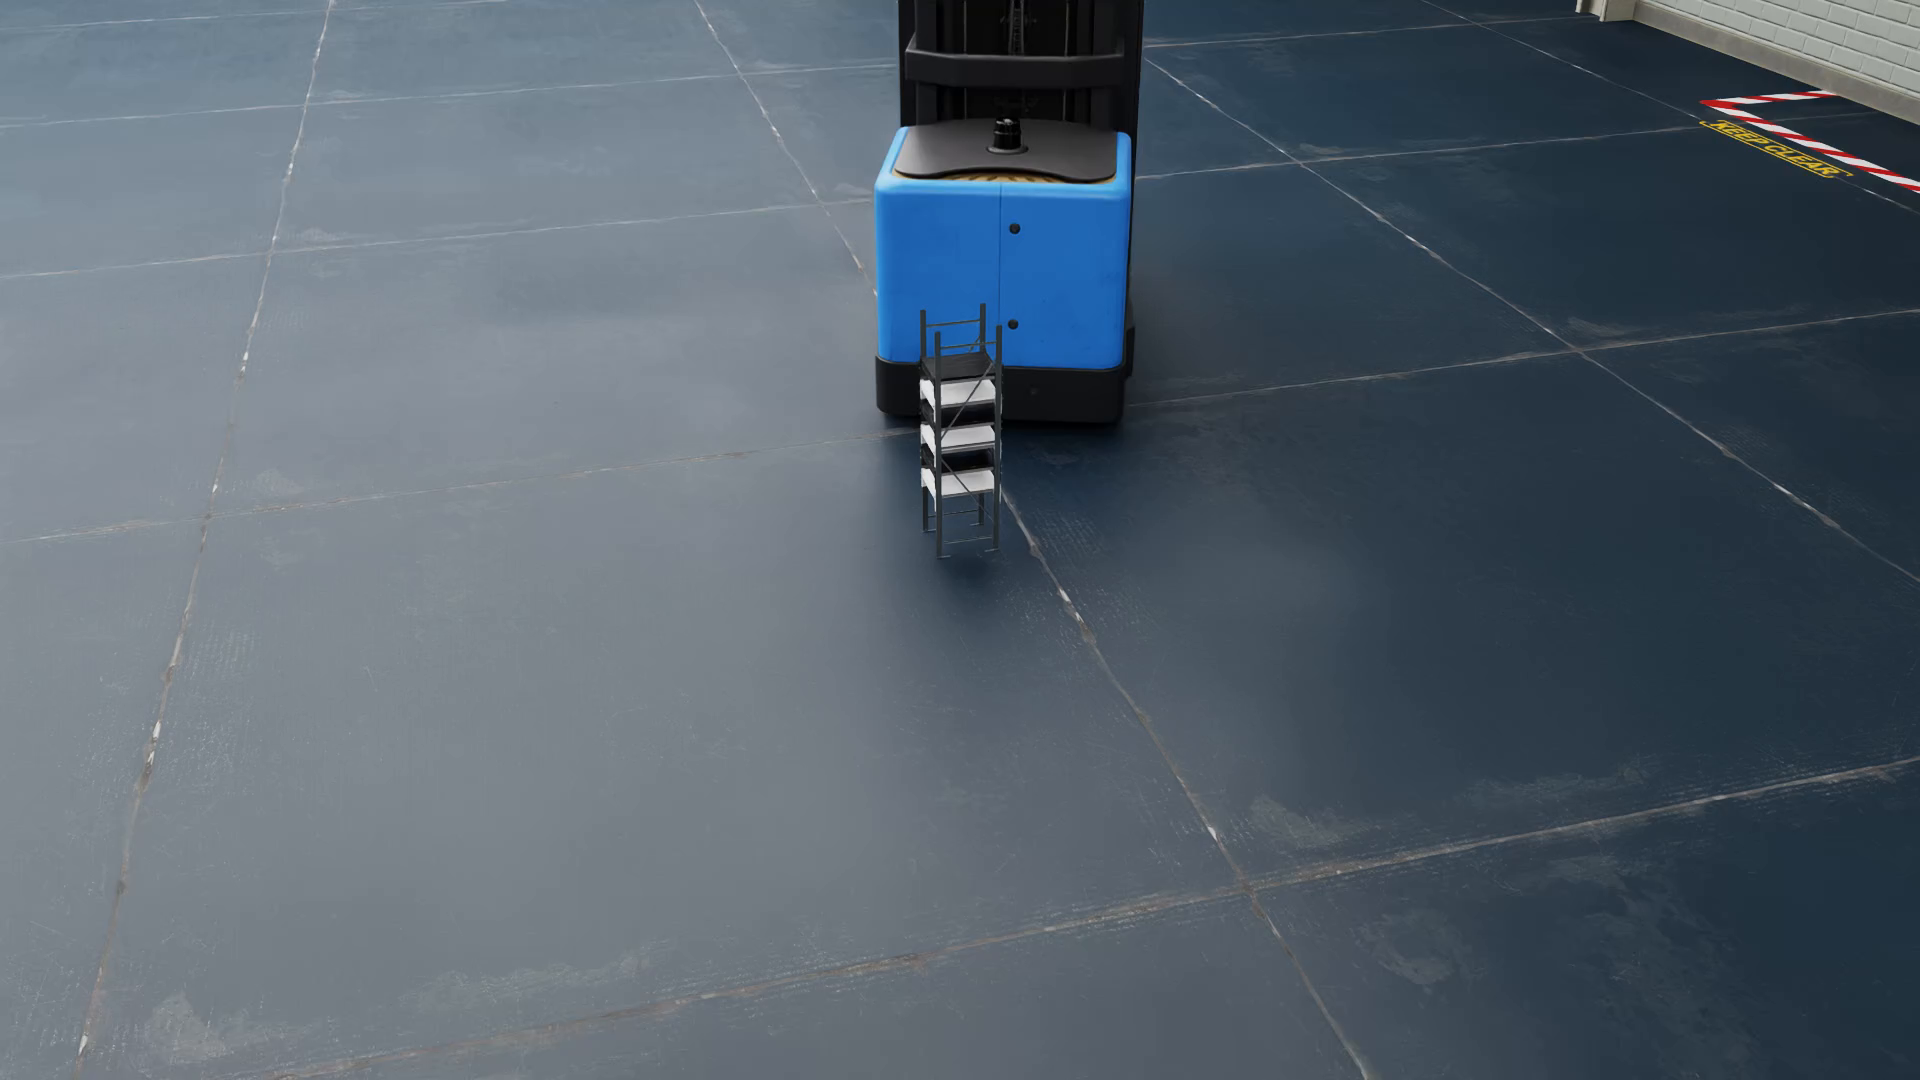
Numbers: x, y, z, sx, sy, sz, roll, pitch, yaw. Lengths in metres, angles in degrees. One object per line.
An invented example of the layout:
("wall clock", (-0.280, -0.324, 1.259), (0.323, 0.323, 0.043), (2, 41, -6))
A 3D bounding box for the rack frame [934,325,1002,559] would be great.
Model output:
("rack frame", (0.029, -0.336, 5.933), (0.240, 0.900, 0.006), (-8, 31, -13))

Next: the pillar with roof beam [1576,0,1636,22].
("pillar with roof beam", (1.183, -7.660, 10.501), (9.100, 9.000, 0.400), (-8, 31, -13))

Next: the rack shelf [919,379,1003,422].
("rack shelf", (0.002, -0.512, 5.944), (0.258, 0.077, 0.200), (-8, 31, -13))

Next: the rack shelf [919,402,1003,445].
("rack shelf", (0.002, -0.435, 5.989), (0.258, 0.077, 0.200), (-8, 31, -13))

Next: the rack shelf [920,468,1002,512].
("rack shelf", (0.002, -0.201, 6.125), (0.258, 0.077, 0.200), (-8, 31, -13))

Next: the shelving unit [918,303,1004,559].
("shelving unit", (0.002, -0.386, 6.018), (0.258, 0.900, 0.210), (-8, 31, -13))

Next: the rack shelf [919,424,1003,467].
("rack shelf", (0.002, -0.357, 6.034), (0.258, 0.077, 0.200), (-8, 31, -13))

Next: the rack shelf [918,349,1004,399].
("rack shelf", (0.002, -0.590, 5.899), (0.258, 0.077, 0.200), (-8, 31, -13))

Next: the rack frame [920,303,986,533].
("rack frame", (-0.025, -0.435, 6.103), (0.240, 0.900, 0.006), (-8, 31, -13))

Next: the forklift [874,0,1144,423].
("forklift", (0.292, -2.469, 7.590), (1.130, 2.935, 3.031), (3, 30, 4))

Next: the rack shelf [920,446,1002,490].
("rack shelf", (0.002, -0.279, 6.080), (0.258, 0.077, 0.200), (-8, 31, -13))
